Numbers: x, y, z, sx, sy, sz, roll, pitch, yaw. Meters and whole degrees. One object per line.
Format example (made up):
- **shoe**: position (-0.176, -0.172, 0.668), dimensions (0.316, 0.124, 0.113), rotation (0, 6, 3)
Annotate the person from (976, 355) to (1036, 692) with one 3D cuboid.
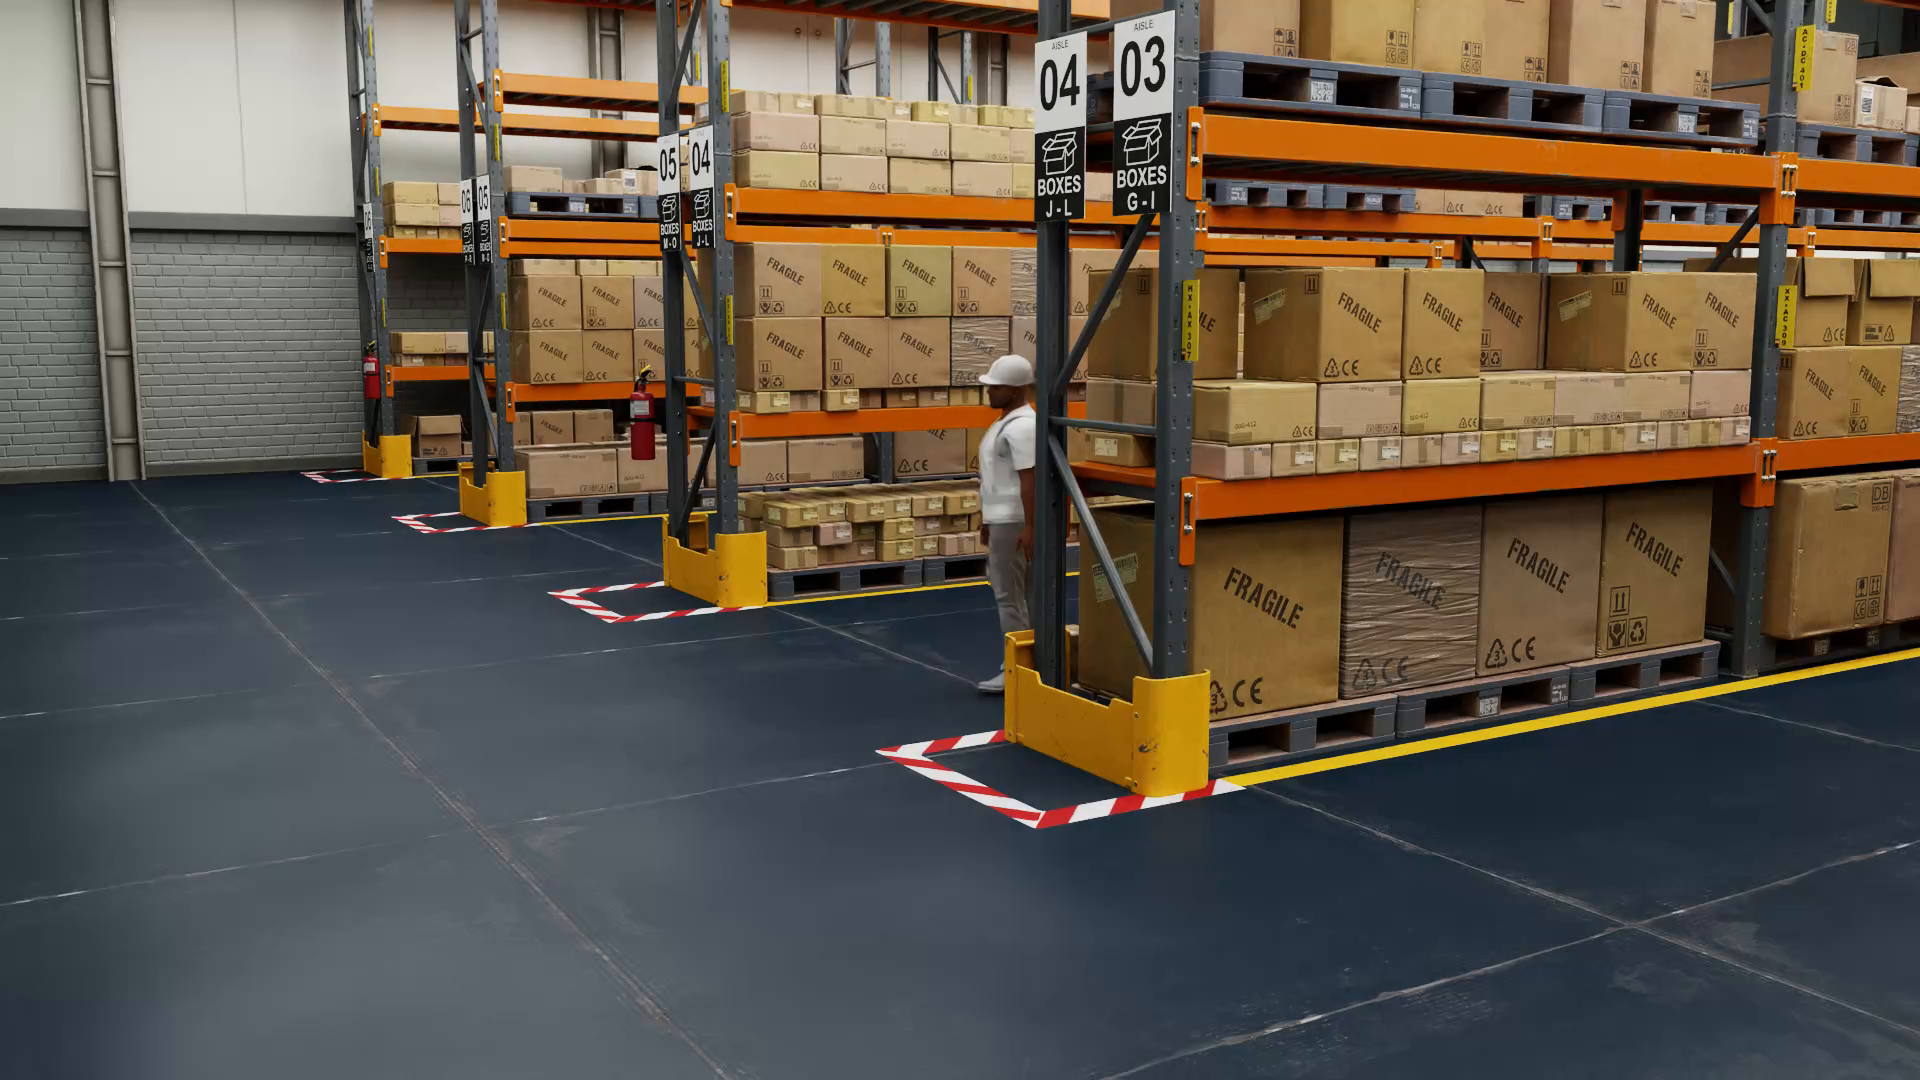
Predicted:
- **person**: position (0.305, -0.104, 8.895), dimensions (0.451, 1.767, 0.703), rotation (0, 8, 2)
